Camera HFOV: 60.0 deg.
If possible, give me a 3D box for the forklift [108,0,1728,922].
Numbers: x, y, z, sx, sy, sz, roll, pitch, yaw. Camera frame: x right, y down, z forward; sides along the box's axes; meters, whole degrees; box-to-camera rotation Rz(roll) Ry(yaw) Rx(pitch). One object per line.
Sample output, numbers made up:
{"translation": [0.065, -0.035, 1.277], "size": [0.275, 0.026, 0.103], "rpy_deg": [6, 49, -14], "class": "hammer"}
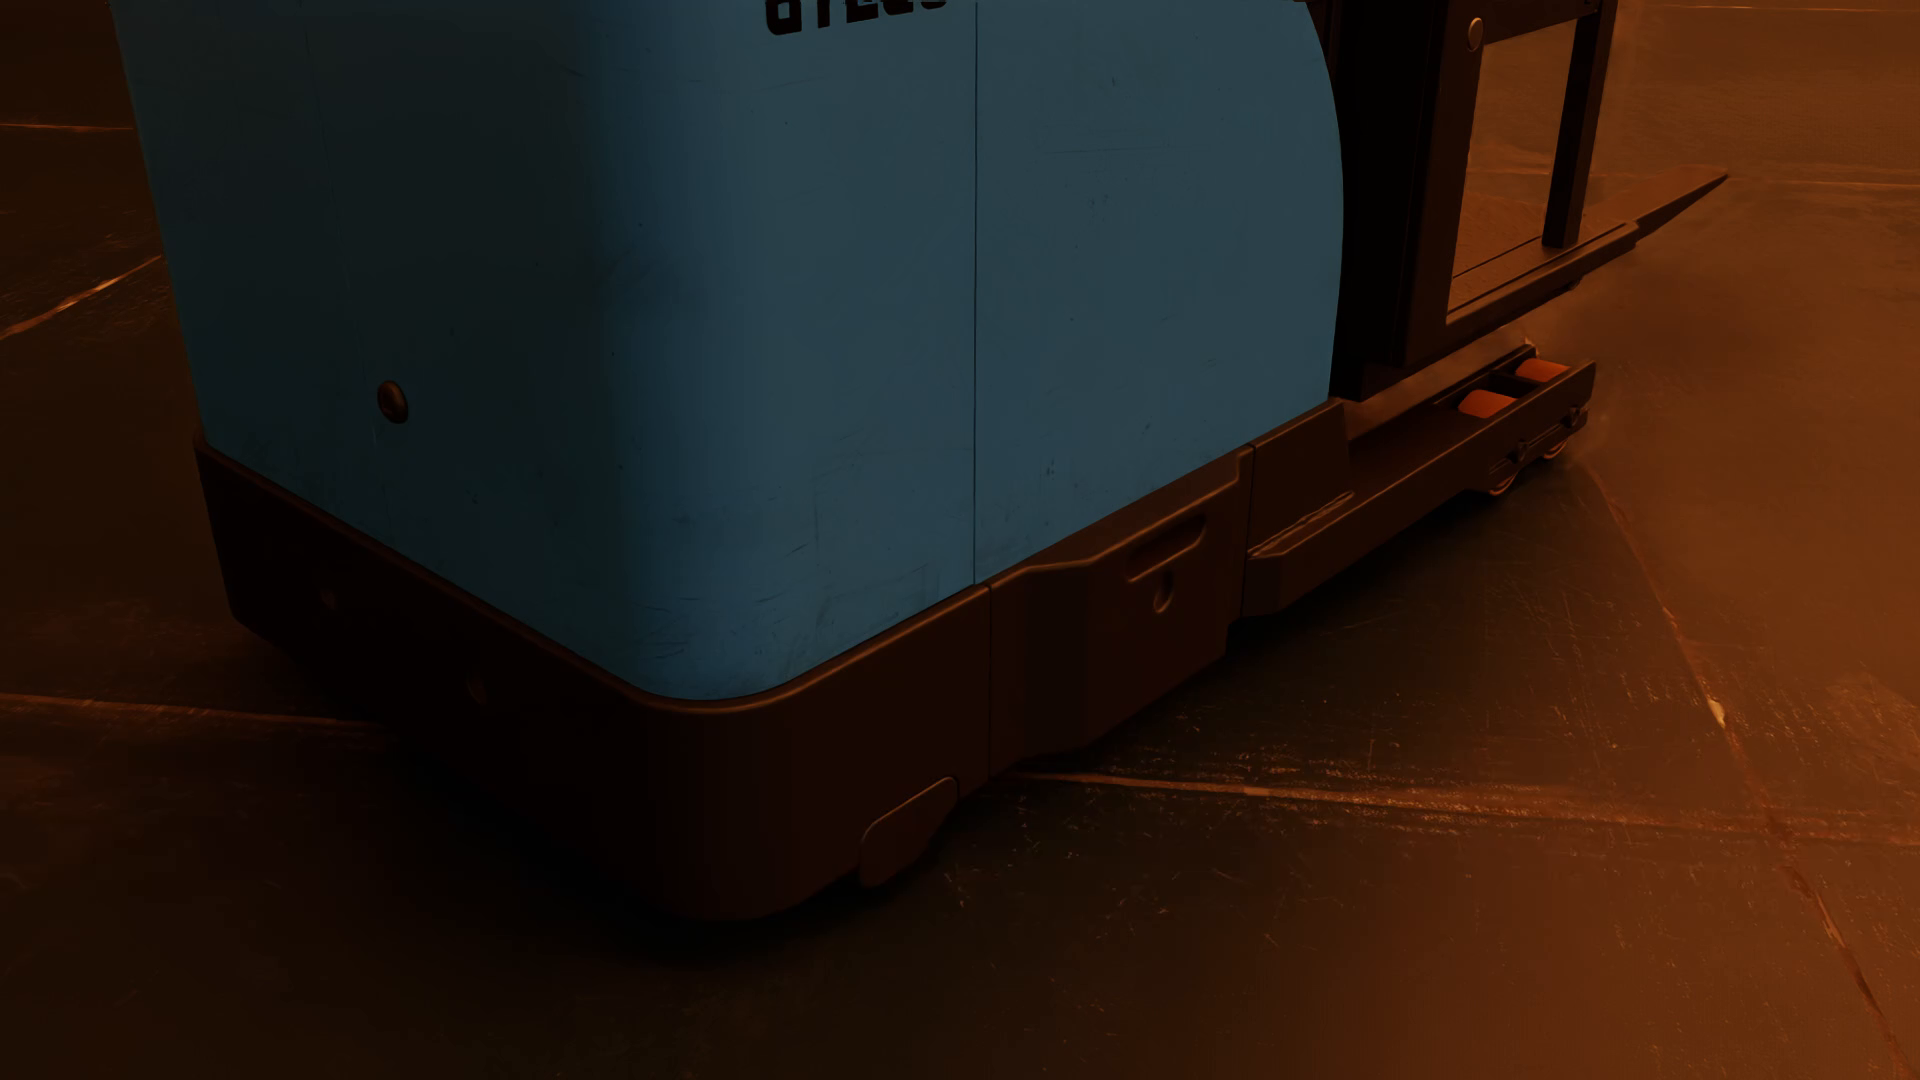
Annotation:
{"translation": [0.405, -1.517, 2.258], "size": [1.130, 2.935, 3.031], "rpy_deg": [22, 34, 37], "class": "forklift"}
